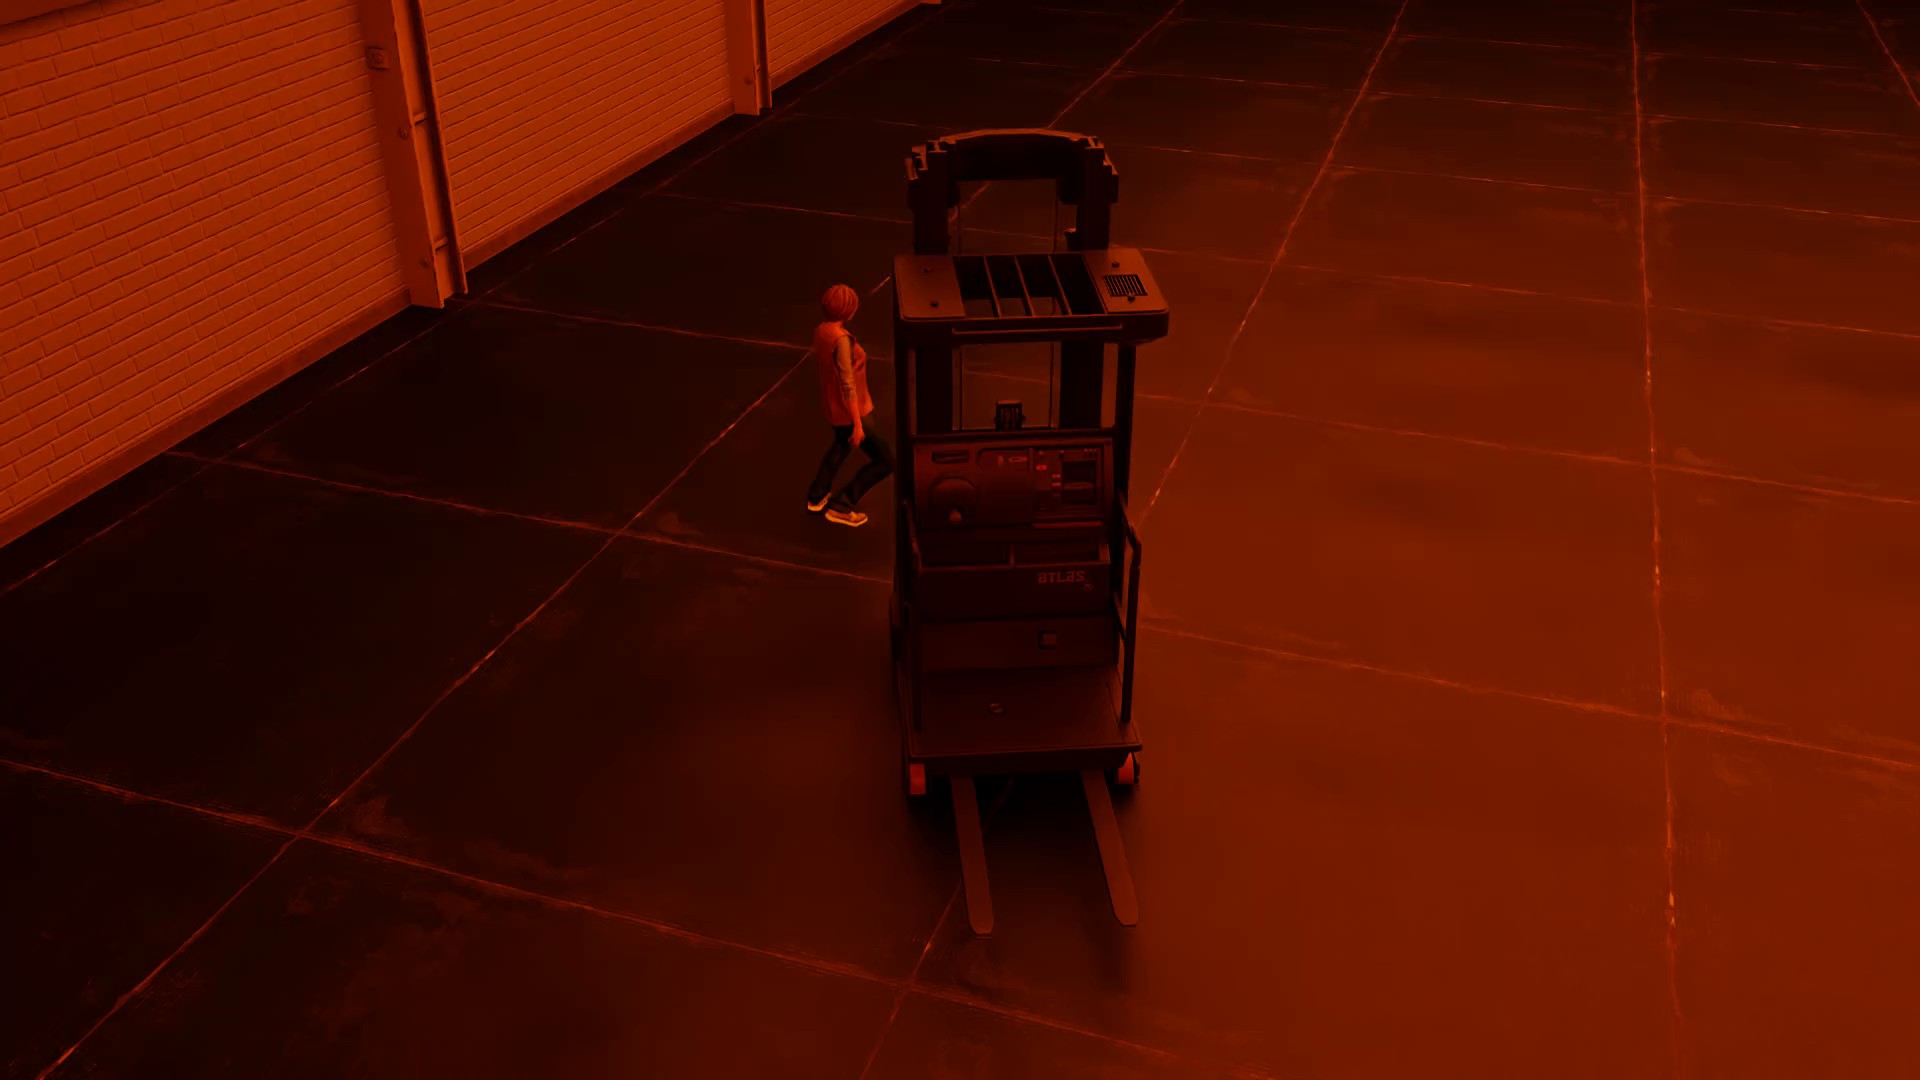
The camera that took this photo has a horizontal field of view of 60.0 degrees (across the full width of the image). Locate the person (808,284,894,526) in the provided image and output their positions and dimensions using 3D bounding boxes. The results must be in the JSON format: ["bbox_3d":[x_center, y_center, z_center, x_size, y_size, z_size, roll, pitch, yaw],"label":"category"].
[{"bbox_3d":[-0.674,-0.787,9.968,0.452,1.515,0.762,-11,32,-19],"label":"person"}]

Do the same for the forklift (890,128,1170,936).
[{"bbox_3d":[0.269,-0.224,7.530,1.130,2.935,3.031,-2,30,-4],"label":"forklift"}]
